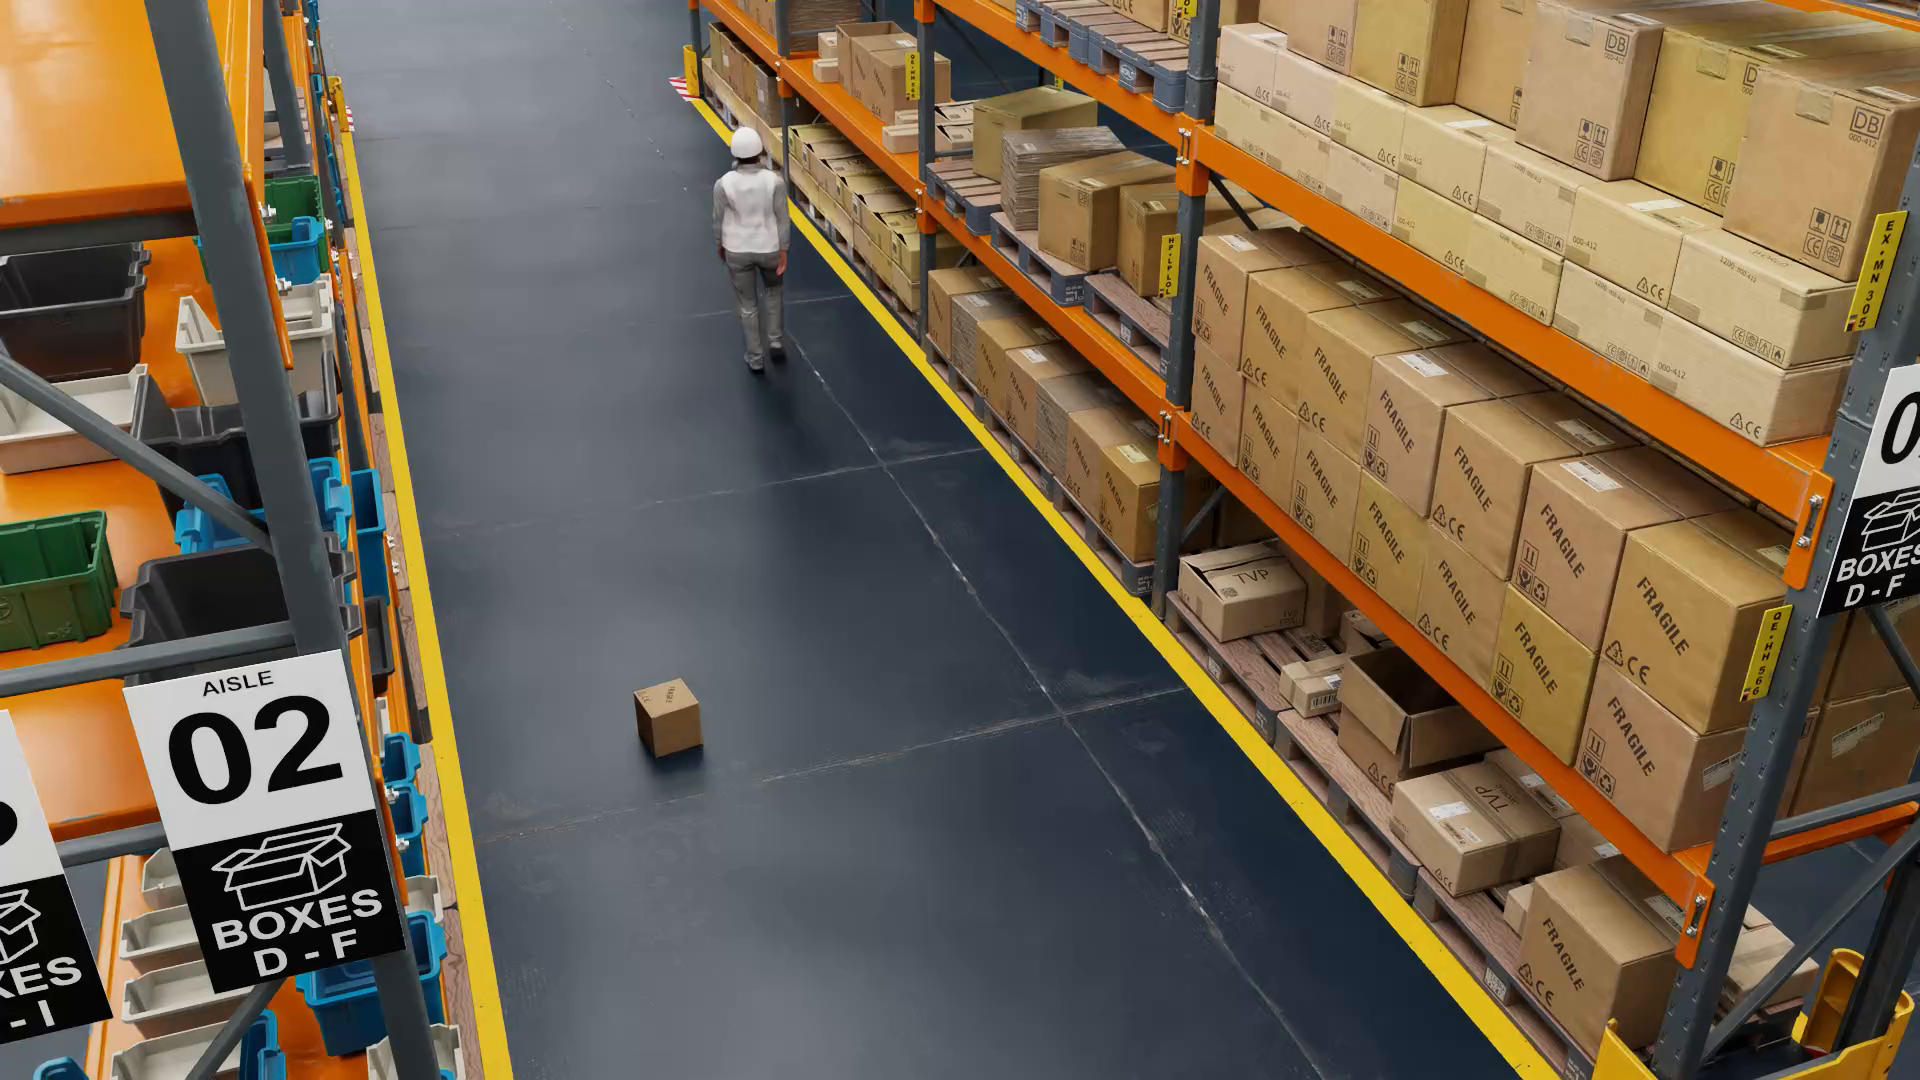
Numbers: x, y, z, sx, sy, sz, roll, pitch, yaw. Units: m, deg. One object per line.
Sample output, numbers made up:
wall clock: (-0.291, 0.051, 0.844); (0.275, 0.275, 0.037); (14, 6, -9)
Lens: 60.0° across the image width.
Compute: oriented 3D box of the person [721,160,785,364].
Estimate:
person: (-1.493, -2.048, 12.043); (0.448, 1.464, 0.515); (-6, 30, -10)
